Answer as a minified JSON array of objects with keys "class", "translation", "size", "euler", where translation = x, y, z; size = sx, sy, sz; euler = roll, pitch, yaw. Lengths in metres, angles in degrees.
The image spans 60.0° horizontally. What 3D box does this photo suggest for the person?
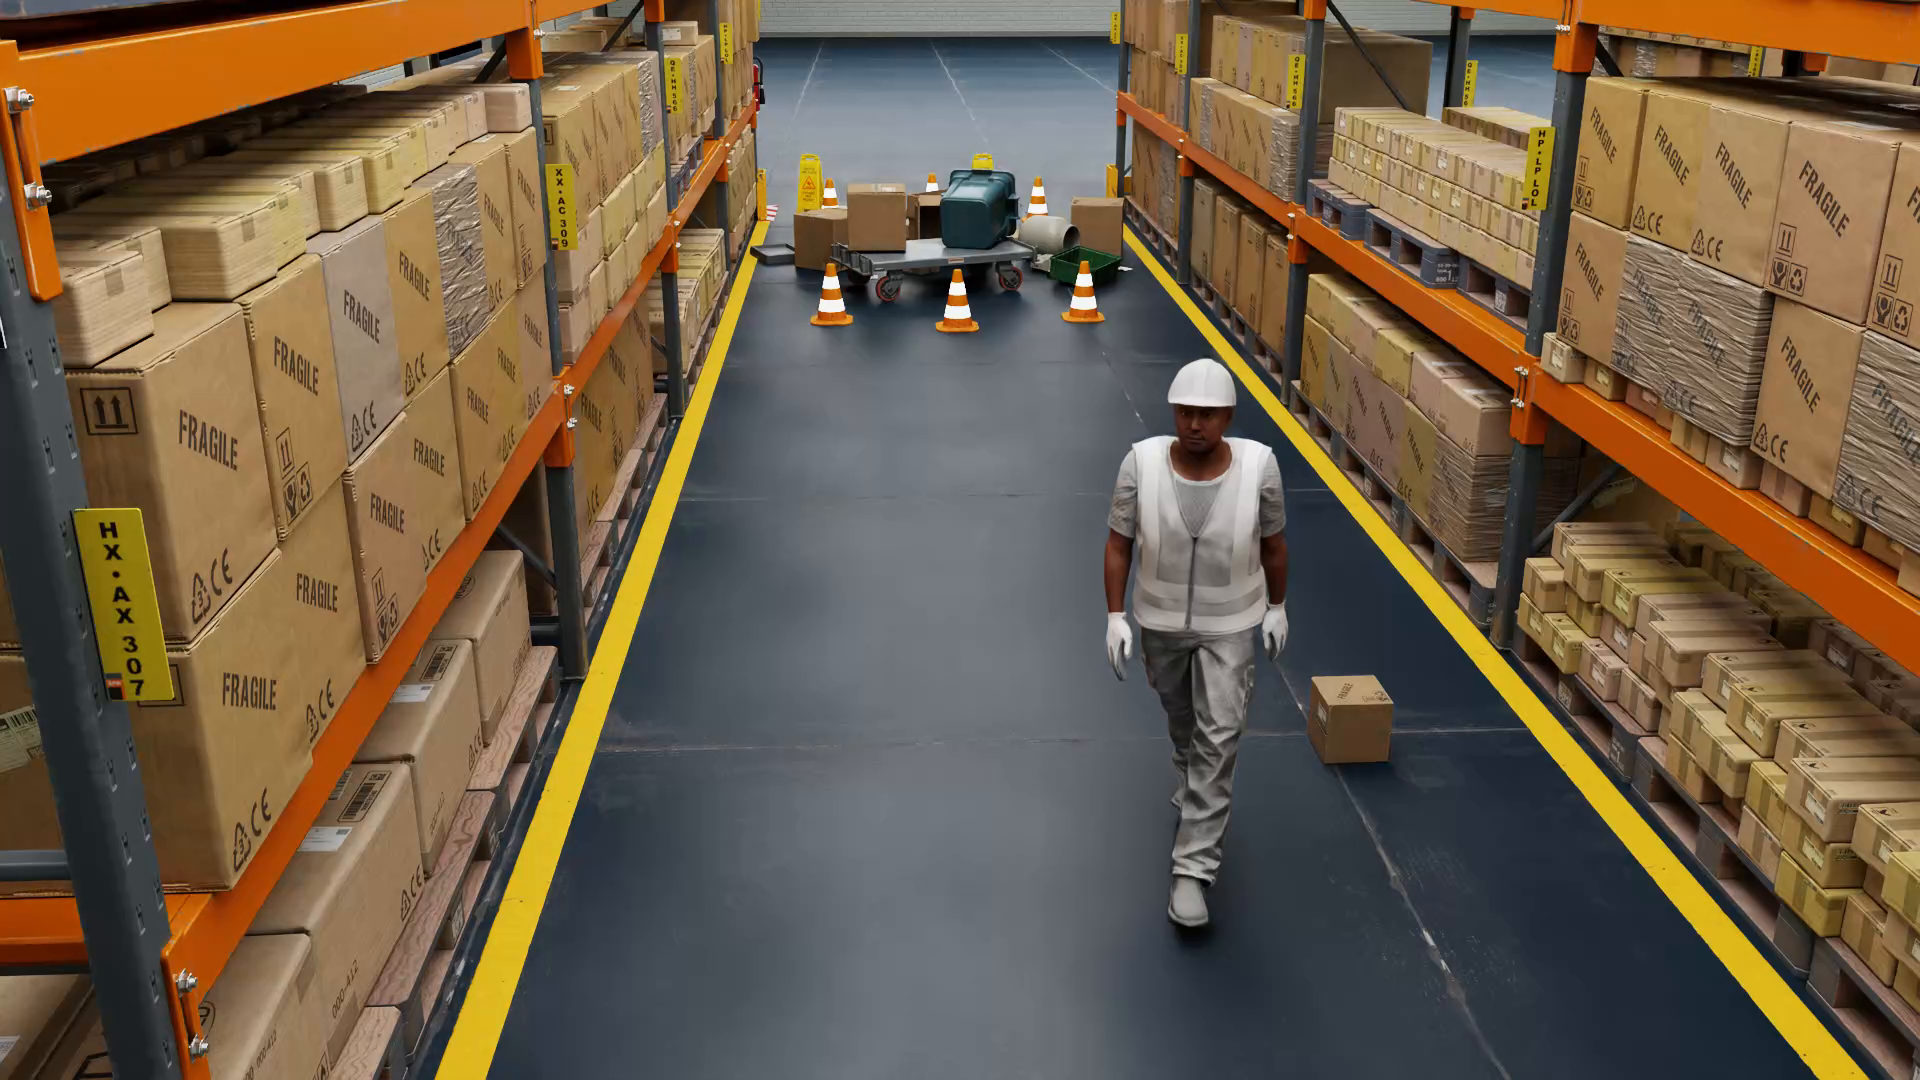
[{"class":"person","translation":[0.739,0.258,5.337],"size":[0.575,1.717,1.056],"euler":[7,21,18]}]
